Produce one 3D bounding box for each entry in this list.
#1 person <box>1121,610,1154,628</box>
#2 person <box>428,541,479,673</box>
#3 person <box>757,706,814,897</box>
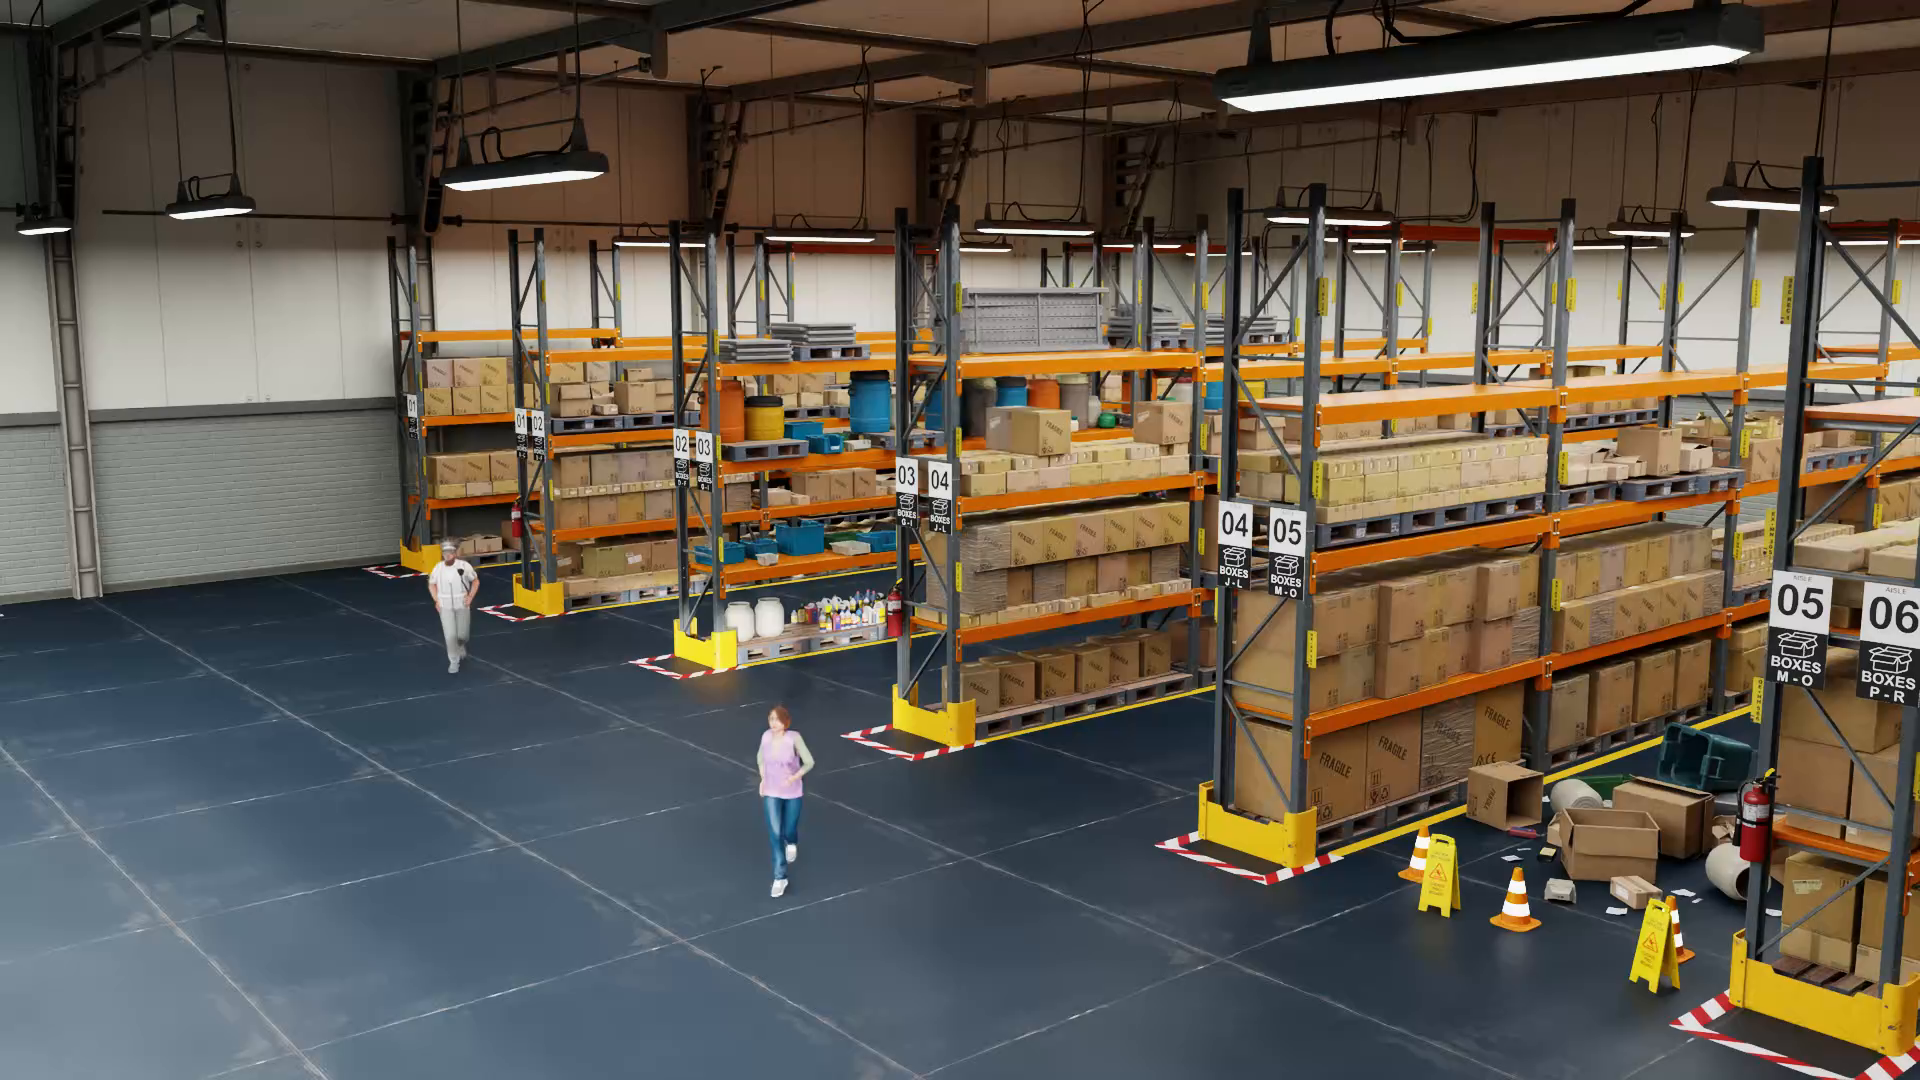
[{"bbox_3d":[2.556,0.398,24.167,0.572,1.757,0.698,7,11,37],"label":"person"},{"bbox_3d":[-6.824,0.875,22.447,0.658,1.763,0.613,-2,9,-12],"label":"person"},{"bbox_3d":[-1.516,2.200,14.379,0.532,1.597,0.756,1,9,7],"label":"person"}]
